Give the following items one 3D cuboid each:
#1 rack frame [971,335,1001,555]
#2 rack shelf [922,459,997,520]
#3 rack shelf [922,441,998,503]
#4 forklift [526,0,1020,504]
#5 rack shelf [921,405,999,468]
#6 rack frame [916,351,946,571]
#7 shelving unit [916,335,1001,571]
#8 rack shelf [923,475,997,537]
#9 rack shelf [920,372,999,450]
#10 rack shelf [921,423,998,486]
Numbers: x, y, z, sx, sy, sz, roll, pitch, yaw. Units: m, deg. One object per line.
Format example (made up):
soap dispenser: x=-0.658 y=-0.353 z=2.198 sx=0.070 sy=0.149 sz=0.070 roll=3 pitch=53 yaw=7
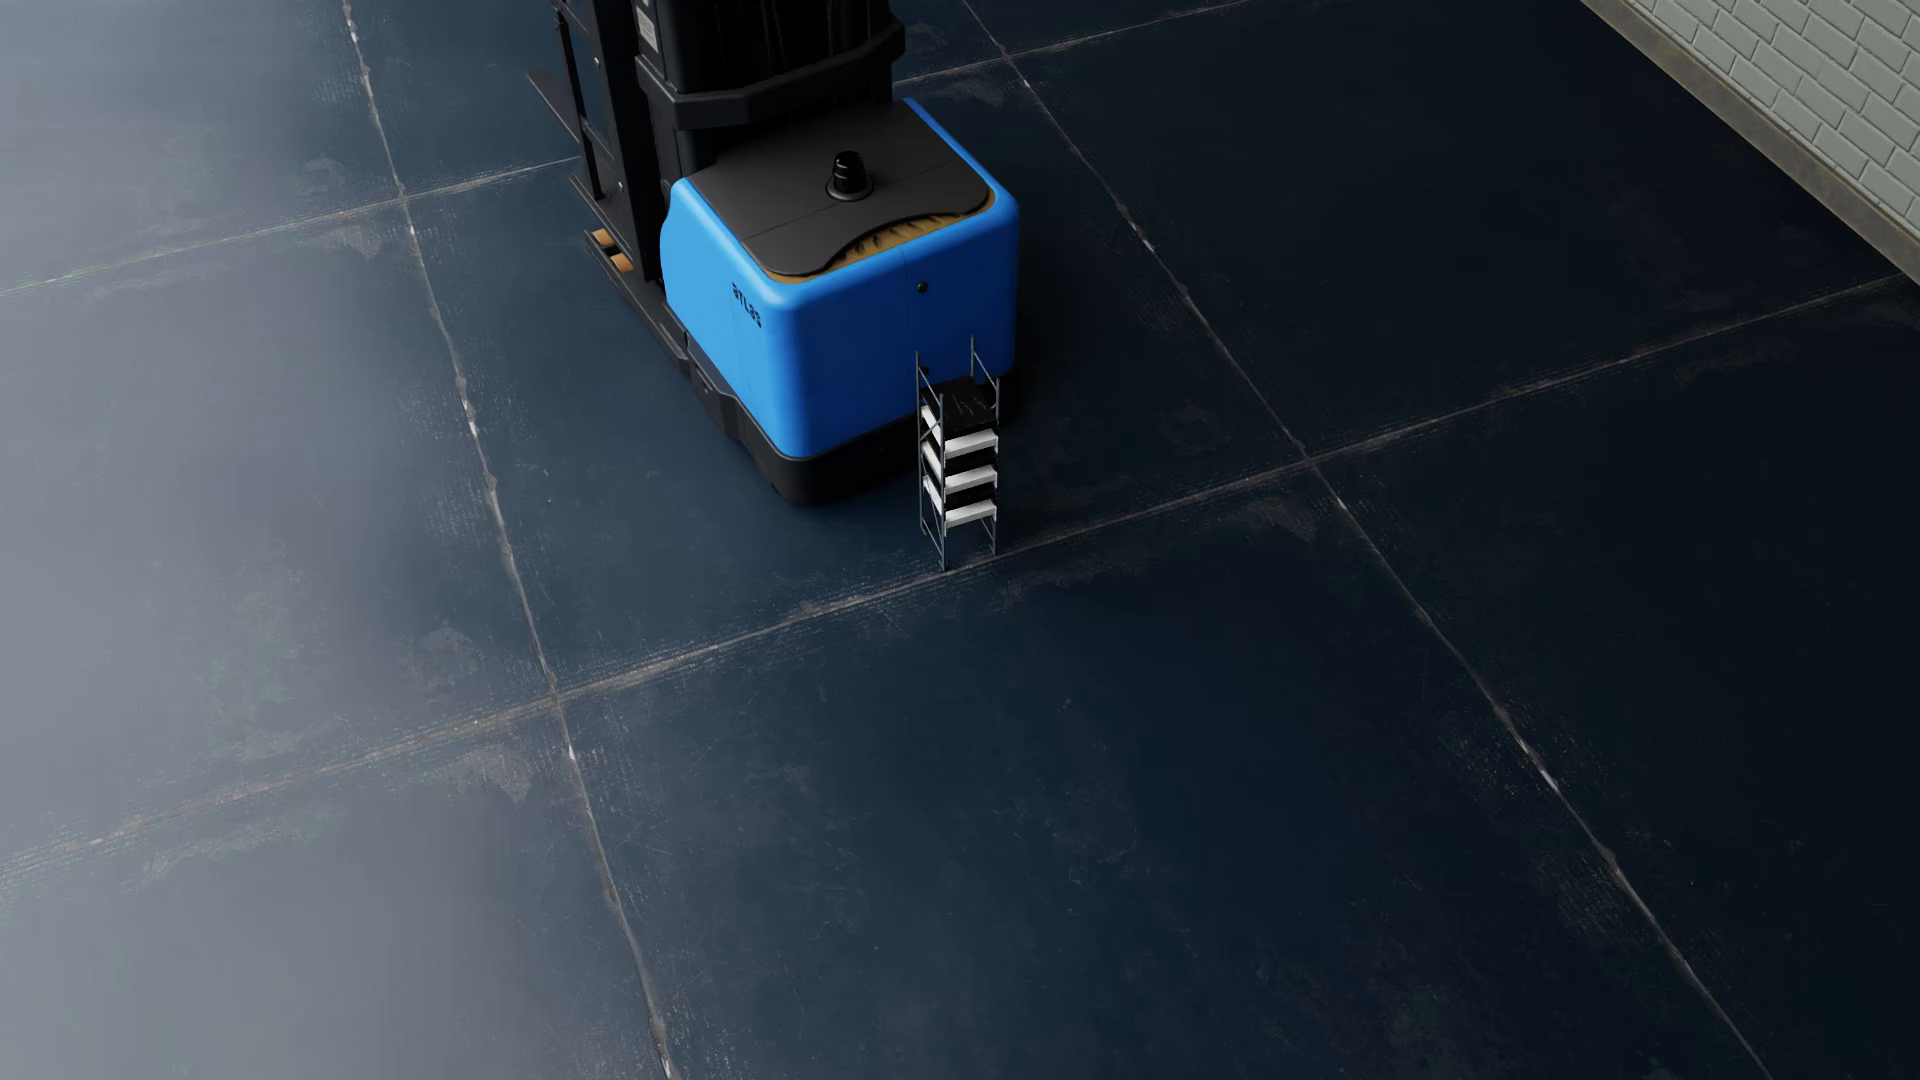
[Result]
rack frame: x=0.087 y=-0.320 z=5.932 sx=0.006 sy=0.900 sz=0.240 roll=-17 pitch=52 yaw=-14
rack shelf: x=-0.008 y=-0.211 z=6.000 sx=0.200 sy=0.077 sz=0.258 roll=-17 pitch=52 yaw=-14
rack shelf: x=-0.008 y=-0.269 z=5.932 sx=0.200 sy=0.077 sz=0.258 roll=-17 pitch=52 yaw=-14
forklift: x=-0.975 y=-2.197 z=6.205 sx=1.130 sy=2.935 sz=3.031 roll=-25 pitch=54 yaw=-20
rack shelf: x=-0.008 y=-0.386 z=5.795 sx=0.200 sy=0.077 sz=0.258 roll=-17 pitch=52 yaw=-14
rack frame: x=-0.102 y=-0.262 z=5.882 sx=0.006 sy=0.900 sz=0.240 roll=-17 pitch=52 yaw=-14
shelving unit: x=-0.008 y=-0.291 z=5.907 sx=0.210 sy=0.900 sz=0.258 roll=-17 pitch=52 yaw=-14
rack shelf: x=-0.008 y=-0.152 z=6.068 sx=0.200 sy=0.077 sz=0.258 roll=-17 pitch=52 yaw=-14
rack shelf: x=-0.008 y=-0.445 z=5.727 sx=0.200 sy=0.077 sz=0.258 roll=-17 pitch=52 yaw=-14
rack shelf: x=-0.008 y=-0.328 z=5.864 sx=0.200 sy=0.077 sz=0.258 roll=-17 pitch=52 yaw=-14
